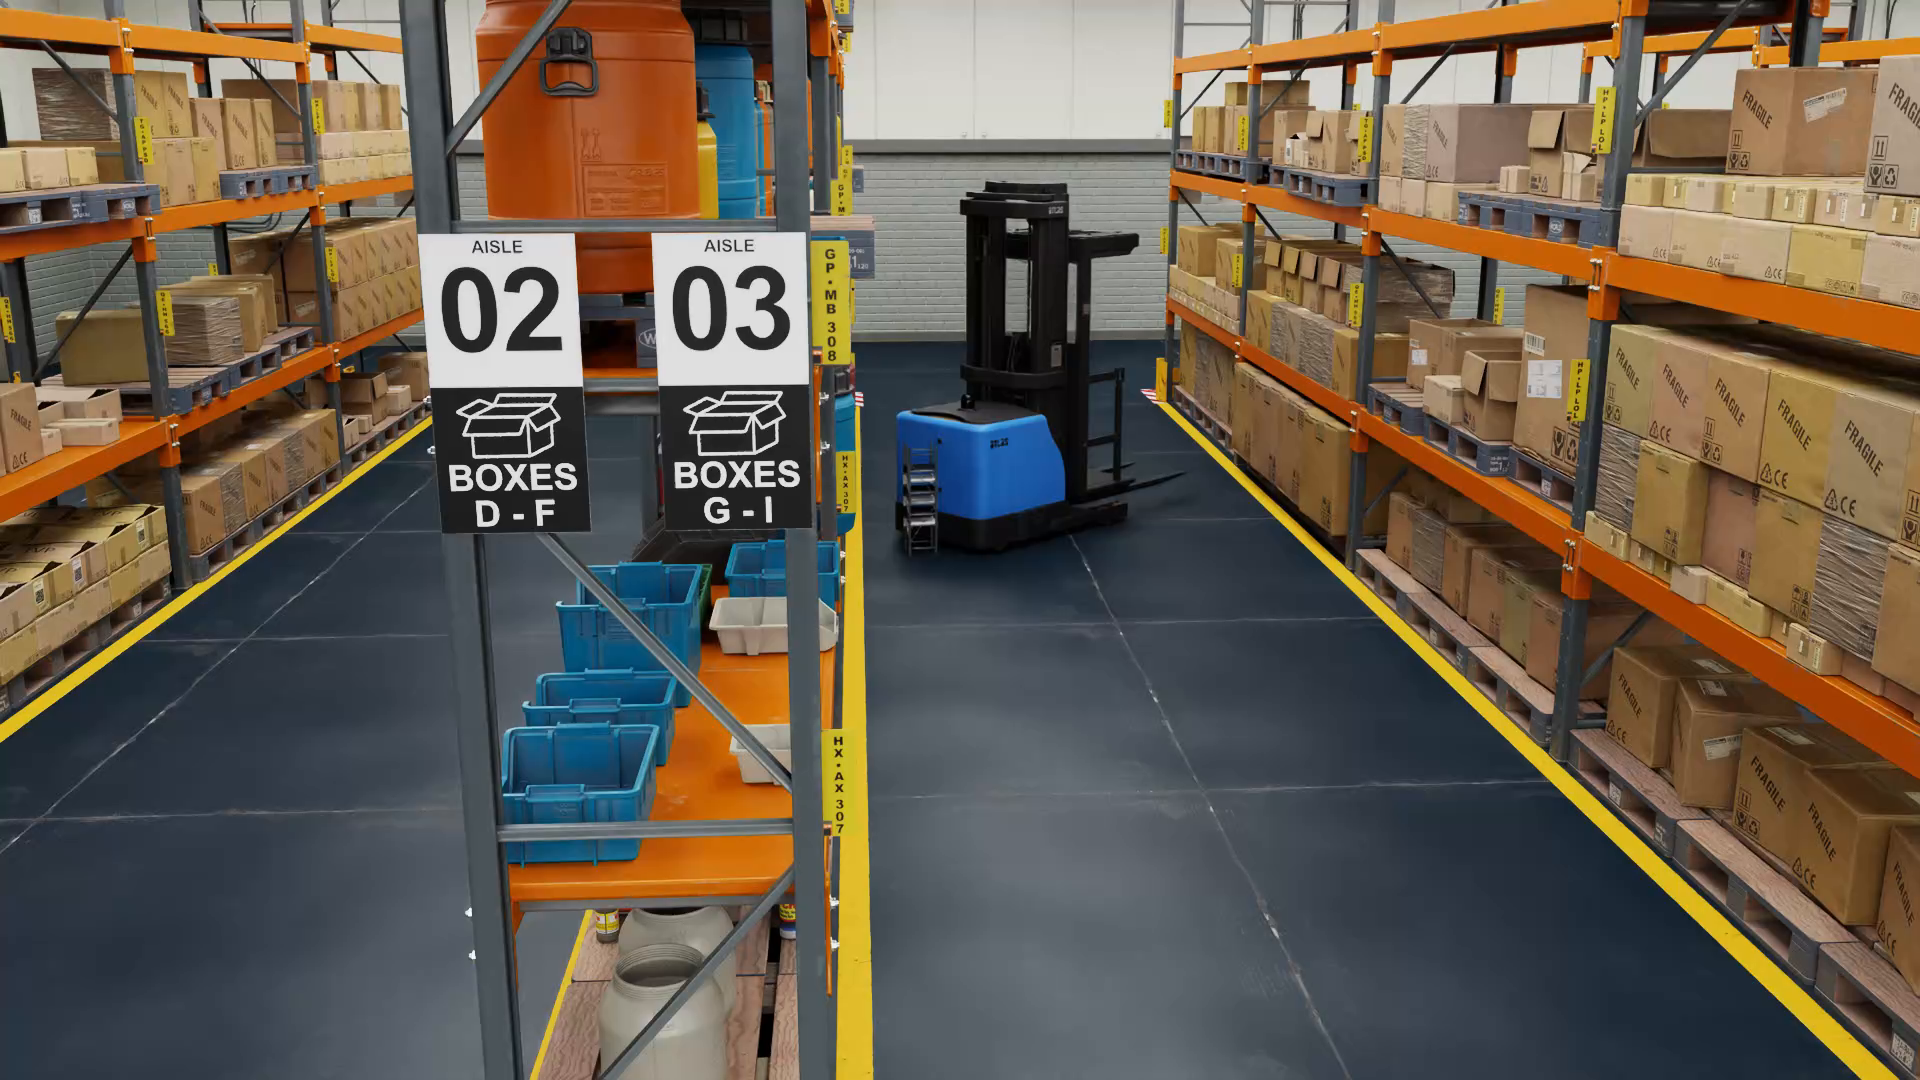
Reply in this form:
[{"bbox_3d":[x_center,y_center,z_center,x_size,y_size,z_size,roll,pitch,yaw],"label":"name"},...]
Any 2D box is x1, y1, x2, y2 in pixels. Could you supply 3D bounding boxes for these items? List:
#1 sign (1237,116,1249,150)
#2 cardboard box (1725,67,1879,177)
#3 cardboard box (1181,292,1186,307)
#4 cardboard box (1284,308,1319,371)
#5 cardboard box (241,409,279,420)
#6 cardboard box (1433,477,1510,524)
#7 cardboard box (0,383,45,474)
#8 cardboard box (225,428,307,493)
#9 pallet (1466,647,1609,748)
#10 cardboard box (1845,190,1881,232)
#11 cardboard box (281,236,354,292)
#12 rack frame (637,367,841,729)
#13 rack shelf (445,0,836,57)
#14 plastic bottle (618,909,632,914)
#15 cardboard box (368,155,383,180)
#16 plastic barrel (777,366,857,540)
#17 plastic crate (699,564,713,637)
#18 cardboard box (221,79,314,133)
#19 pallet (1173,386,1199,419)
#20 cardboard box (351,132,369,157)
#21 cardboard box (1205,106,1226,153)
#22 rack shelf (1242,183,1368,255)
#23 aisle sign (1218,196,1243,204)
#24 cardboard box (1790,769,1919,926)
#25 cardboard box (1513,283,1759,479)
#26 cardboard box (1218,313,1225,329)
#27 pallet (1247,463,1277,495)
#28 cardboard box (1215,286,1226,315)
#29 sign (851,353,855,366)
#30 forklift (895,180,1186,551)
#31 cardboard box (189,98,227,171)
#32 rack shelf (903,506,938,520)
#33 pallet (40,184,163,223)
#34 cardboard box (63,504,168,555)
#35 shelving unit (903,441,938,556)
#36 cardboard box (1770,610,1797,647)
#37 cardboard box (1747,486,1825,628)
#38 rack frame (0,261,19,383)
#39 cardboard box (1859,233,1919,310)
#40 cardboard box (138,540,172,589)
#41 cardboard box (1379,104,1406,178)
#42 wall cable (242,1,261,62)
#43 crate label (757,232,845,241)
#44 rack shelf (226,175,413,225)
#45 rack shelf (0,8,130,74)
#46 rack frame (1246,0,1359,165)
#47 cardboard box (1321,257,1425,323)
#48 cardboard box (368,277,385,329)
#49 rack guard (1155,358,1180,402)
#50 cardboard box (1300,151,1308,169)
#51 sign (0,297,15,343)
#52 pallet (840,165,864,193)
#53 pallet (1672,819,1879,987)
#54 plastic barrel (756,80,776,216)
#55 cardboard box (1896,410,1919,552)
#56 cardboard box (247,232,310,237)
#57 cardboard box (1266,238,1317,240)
[{"bbox_3d":[2.754,-3.957,16.171,0.100,0.325,0.005,-1,14,-3],"label":"sign"},{"bbox_3d":[4.086,-2.015,8.016,0.500,0.500,0.500,-1,14,-5],"label":"cardboard box"},{"bbox_3d":[2.803,-2.812,19.441,0.380,0.149,0.250,-1,14,-4],"label":"cardboard box"},{"bbox_3d":[3.186,-1.777,14.713,0.500,0.500,0.500,-1,14,-2],"label":"cardboard box"},{"bbox_3d":[-6.793,-0.951,15.837,0.500,0.500,0.500,-2,15,-6],"label":"cardboard box"},{"bbox_3d":[3.670,-0.298,11.793,0.500,0.250,0.500,1,14,3],"label":"cardboard box"},{"bbox_3d":[-6.212,-0.709,10.563,0.500,0.500,0.500,-2,15,-6],"label":"cardboard box"},{"bbox_3d":[-6.210,-0.709,14.897,0.500,0.500,0.500,-1,14,-3],"label":"cardboard box"},{"bbox_3d":[3.753,0.922,10.021,1.003,0.211,1.213,-1,14,-3],"label":"pallet"},{"bbox_3d":[3.678,-1.270,6.425,0.380,0.149,0.250,-2,15,-6],"label":"cardboard box"},{"bbox_3d":[-6.328,-2.727,16.398,0.500,0.500,0.500,-1,14,-2],"label":"cardboard box"},{"bbox_3d":[-1.140,-0.159,8.624,1.000,3.000,0.127,-1,14,-3],"label":"rack frame"},{"bbox_3d":[-1.016,-2.025,6.083,1.077,0.370,4.000,-1,14,-3],"label":"rack shelf"},{"bbox_3d":[-1.432,1.429,7.036,0.152,0.276,0.135,-1,14,-3],"label":"plastic bottle"},{"bbox_3d":[-6.454,-3.951,17.643,0.500,0.250,0.500,-1,14,-3],"label":"cardboard box"},{"bbox_3d":[-0.862,-0.502,8.953,0.600,0.901,0.708,-1,14,-3],"label":"plastic barrel"},{"bbox_3d":[-1.338,0.286,7.321,0.450,0.188,0.662,-1,14,-3],"label":"plastic crate"},{"bbox_3d":[-6.648,-4.179,16.020,0.700,0.500,0.500,-1,14,-3],"label":"cardboard box"},{"bbox_3d":[3.187,-1.672,20.099,1.003,0.211,1.213,-1,14,-3],"label":"pallet"},{"bbox_3d":[-6.414,-4.069,17.098,0.500,0.250,0.500,-1,14,-3],"label":"cardboard box"},{"bbox_3d":[3.140,-4.574,18.522,0.700,0.500,0.500,-2,15,-7],"label":"cardboard box"},{"bbox_3d":[3.431,-2.832,14.436,1.077,0.370,4.000,-1,14,-3],"label":"rack shelf"},{"bbox_3d":[3.355,-4.501,20.284,0.394,0.787,0.004,-1,14,-3],"label":"aisle sign"},{"bbox_3d":[3.938,1.307,7.100,0.500,0.500,0.500,0,14,2],"label":"cardboard box"},{"bbox_3d":[3.894,-0.929,9.570,1.000,1.000,1.000,-1,14,-3],"label":"cardboard box"},{"bbox_3d":[2.930,-2.302,17.457,0.380,0.149,0.250,-1,14,-4],"label":"cardboard box"},{"bbox_3d":[3.431,-0.684,16.260,1.003,0.211,1.213,-1,14,-3],"label":"pallet"},{"bbox_3d":[2.984,-2.531,17.546,0.500,0.250,0.500,0,14,-2],"label":"cardboard box"},{"bbox_3d":[-0.839,-1.243,12.510,0.100,0.325,0.005,-1,14,-3],"label":"sign"},{"bbox_3d":[0.837,-1.628,14.471,1.130,2.935,3.031,13,20,42],"label":"forklift"},{"bbox_3d":[-6.537,-3.368,13.832,0.600,0.600,0.600,-1,15,-6],"label":"cardboard box"},{"bbox_3d":[-0.322,-0.216,13.554,0.258,0.077,0.200,-3,15,-11],"label":"rack shelf"},{"bbox_3d":[-6.201,-2.272,11.196,1.213,0.211,1.003,0,14,-1],"label":"pallet"},{"bbox_3d":[-6.054,-0.095,11.925,0.500,0.311,0.500,-1,14,-2],"label":"cardboard box"},{"bbox_3d":[-0.322,-0.335,13.523,0.258,0.900,0.210,-3,15,-11],"label":"shelving unit"},{"bbox_3d":[3.683,0.379,7.038,0.380,0.149,0.250,-1,14,-3],"label":"cardboard box"},{"bbox_3d":[3.886,0.058,6.984,0.875,0.500,0.500,-1,14,-3],"label":"cardboard box"},{"bbox_3d":[-11.772,-2.990,19.629,1.000,3.000,0.127,-1,14,-3],"label":"rack frame"},{"bbox_3d":[3.710,-0.988,6.129,0.500,0.250,0.500,-1,14,-2],"label":"cardboard box"},{"bbox_3d":[-6.056,0.177,11.993,0.500,0.250,0.500,-1,14,-2],"label":"cardboard box"},{"bbox_3d":[3.328,-2.852,11.869,0.500,0.500,0.500,-1,14,-3],"label":"cardboard box"},{"bbox_3d":[-9.065,-8.292,24.289,3.097,2.526,0.112,-1,14,-3],"label":"wall cable"},{"bbox_3d":[-0.679,-1.015,6.231,0.502,0.251,0.408,-1,14,-3],"label":"crate label"},{"bbox_3d":[-6.704,-3.675,17.712,1.077,0.370,4.000,-1,14,-3],"label":"rack shelf"},{"bbox_3d":[-6.208,-2.944,9.655,1.077,0.370,4.000,-1,14,-3],"label":"rack shelf"},{"bbox_3d":[3.308,-5.130,15.906,1.000,3.000,0.127,-1,14,-3],"label":"rack frame"},{"bbox_3d":[3.489,-2.109,13.988,0.797,0.503,0.637,-1,14,-2],"label":"cardboard box"},{"bbox_3d":[-6.403,-2.504,17.538,0.500,0.500,0.500,-1,14,-4],"label":"cardboard box"},{"bbox_3d":[3.058,-2.015,20.855,1.175,0.500,0.348,-1,14,-3],"label":"rack guard"},{"bbox_3d":[3.250,-3.387,14.811,0.380,0.149,0.250,-1,15,-6],"label":"cardboard box"},{"bbox_3d":[-6.873,-1.590,12.020,0.100,0.325,0.005,-1,14,-3],"label":"sign"},{"bbox_3d":[-1.490,-3.316,15.254,1.213,0.211,1.003,-1,14,-3],"label":"pallet"},{"bbox_3d":[3.959,1.586,7.439,1.003,0.211,1.213,-1,14,-3],"label":"pallet"},{"bbox_3d":[-1.554,-2.641,11.247,0.600,0.901,0.600,0,14,0],"label":"plastic barrel"},{"bbox_3d":[3.734,-0.174,5.880,0.500,0.500,0.500,-1,14,-3],"label":"cardboard box"},{"bbox_3d":[-6.904,-2.855,16.894,0.500,0.500,0.500,-1,14,-5],"label":"cardboard box"},{"bbox_3d":[3.510,-2.905,17.497,0.500,0.500,0.500,-1,14,-3],"label":"cardboard box"}]
